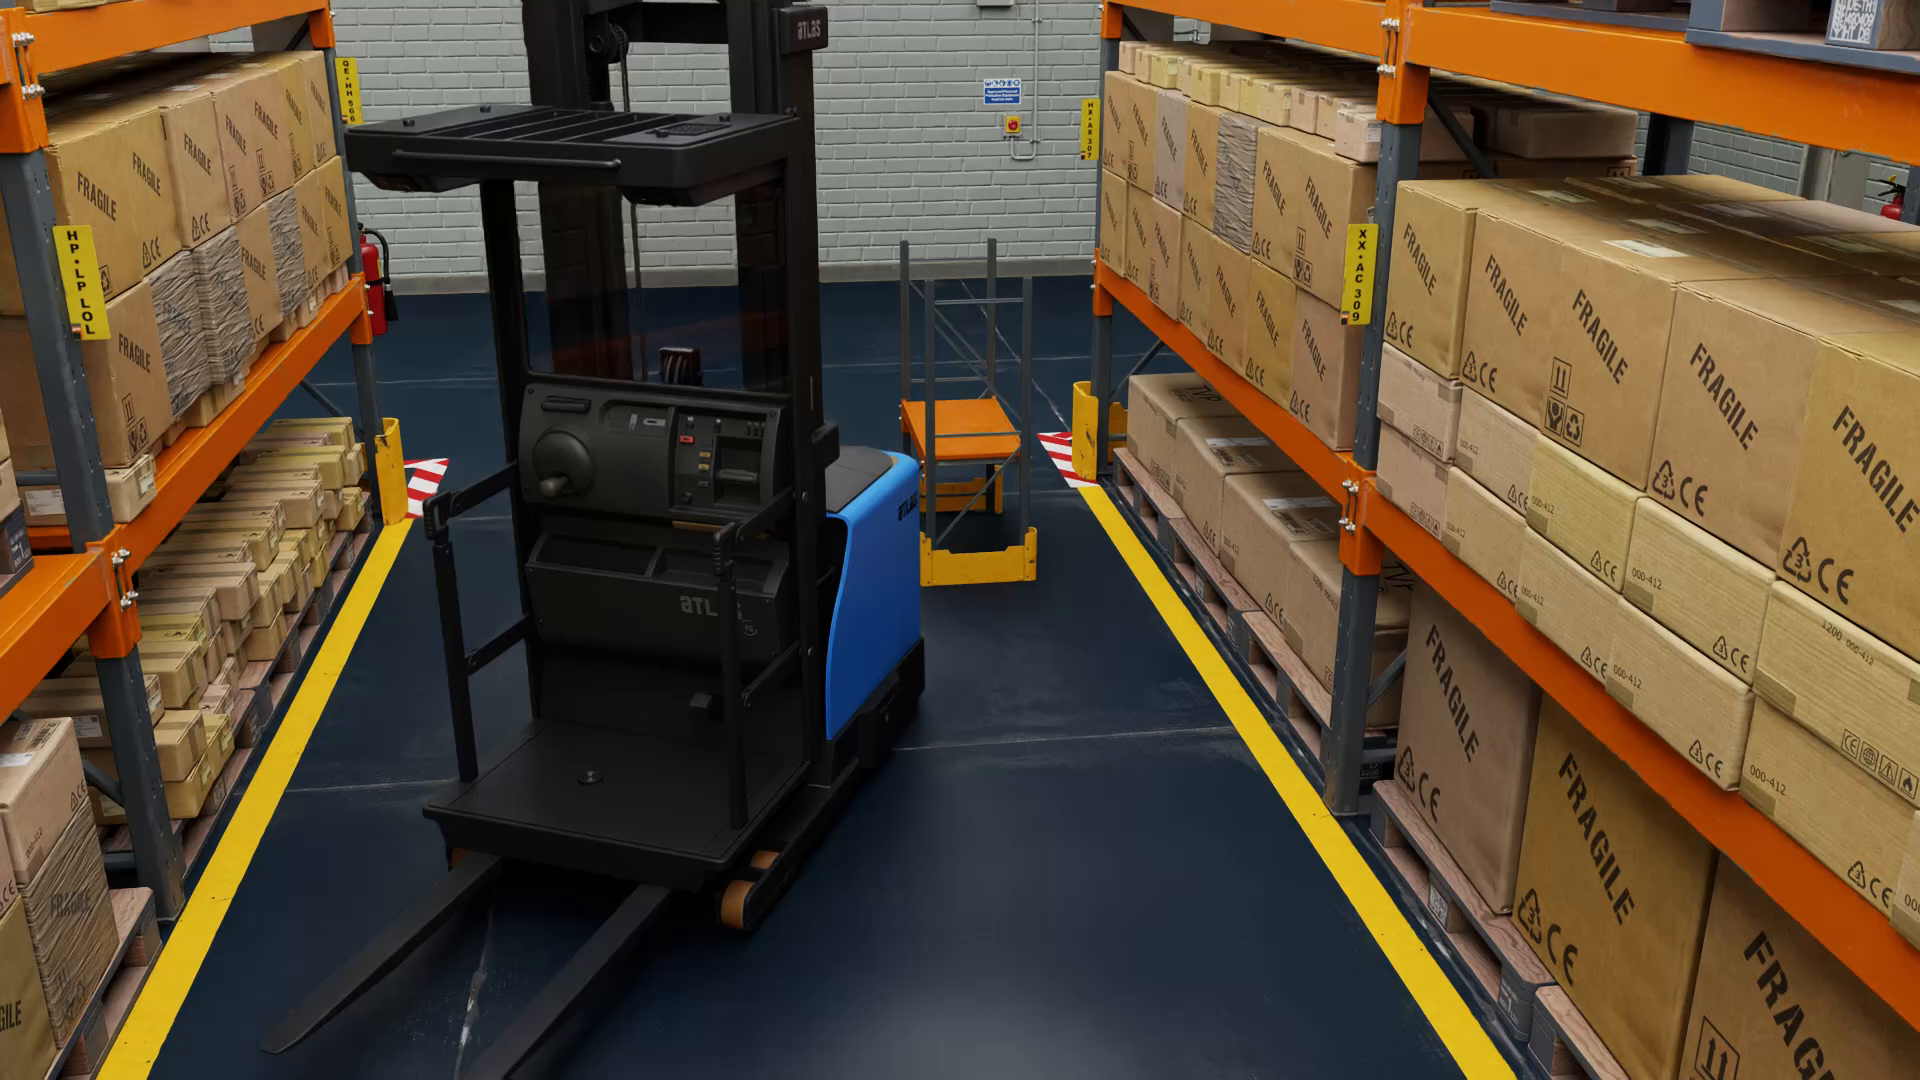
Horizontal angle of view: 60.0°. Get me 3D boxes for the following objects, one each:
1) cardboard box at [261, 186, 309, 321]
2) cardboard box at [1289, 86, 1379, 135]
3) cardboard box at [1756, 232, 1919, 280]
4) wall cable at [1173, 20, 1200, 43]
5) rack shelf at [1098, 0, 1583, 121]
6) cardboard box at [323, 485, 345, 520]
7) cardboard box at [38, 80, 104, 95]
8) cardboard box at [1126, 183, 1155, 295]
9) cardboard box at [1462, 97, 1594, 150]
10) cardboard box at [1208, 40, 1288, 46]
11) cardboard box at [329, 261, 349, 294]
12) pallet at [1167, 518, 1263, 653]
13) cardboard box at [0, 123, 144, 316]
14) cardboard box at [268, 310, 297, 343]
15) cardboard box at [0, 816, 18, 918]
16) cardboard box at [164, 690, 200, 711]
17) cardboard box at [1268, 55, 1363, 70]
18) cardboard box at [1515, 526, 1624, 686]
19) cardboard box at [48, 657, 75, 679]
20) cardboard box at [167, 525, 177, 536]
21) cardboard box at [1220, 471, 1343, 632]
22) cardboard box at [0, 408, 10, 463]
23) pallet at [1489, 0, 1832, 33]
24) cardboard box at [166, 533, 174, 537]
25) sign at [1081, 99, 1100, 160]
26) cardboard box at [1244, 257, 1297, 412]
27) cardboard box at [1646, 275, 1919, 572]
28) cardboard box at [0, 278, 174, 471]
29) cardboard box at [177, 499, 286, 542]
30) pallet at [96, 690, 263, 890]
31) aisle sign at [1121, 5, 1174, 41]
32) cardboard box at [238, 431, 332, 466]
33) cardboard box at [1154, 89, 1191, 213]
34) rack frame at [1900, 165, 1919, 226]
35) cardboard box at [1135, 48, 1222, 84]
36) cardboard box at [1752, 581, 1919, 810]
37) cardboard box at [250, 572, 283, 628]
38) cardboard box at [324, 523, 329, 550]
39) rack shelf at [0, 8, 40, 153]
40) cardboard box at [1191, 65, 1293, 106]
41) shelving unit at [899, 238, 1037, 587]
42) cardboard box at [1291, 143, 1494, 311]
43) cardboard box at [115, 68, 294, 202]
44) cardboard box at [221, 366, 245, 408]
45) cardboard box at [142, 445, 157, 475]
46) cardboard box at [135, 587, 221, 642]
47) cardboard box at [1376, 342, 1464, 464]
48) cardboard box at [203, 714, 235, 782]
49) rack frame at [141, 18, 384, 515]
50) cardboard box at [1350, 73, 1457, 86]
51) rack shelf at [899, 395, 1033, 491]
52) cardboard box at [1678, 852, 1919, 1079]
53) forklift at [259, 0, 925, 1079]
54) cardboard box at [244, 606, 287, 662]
[{"bbox_3d":[-3.150,-1.233,7.162,0.500,0.500,0.500,-3,21,-8],"label":"cardboard box"},{"bbox_3d":[1.468,-1.623,6.275,0.380,0.149,0.250,-3,21,-8],"label":"cardboard box"},{"bbox_3d":[2.287,-0.461,4.091,0.500,0.500,0.500,-2,21,-6],"label":"cardboard box"},{"bbox_3d":[1.828,-4.330,14.571,0.588,1.984,0.122,-3,21,-8],"label":"wall cable"},{"bbox_3d":[1.551,-2.203,7.070,1.077,0.370,4.000,-3,21,-8],"label":"rack shelf"},{"bbox_3d":[-3.186,-0.195,8.002,0.380,0.149,0.250,-4,21,-10],"label":"cardboard box"},{"bbox_3d":[-3.611,-1.497,6.440,0.500,0.500,0.500,-4,21,-9],"label":"cardboard box"},{"bbox_3d":[1.148,-1.520,8.356,0.500,0.500,0.500,-3,21,-9],"label":"cardboard box"},{"bbox_3d":[1.997,-1.472,5.872,0.380,0.149,0.250,-3,21,-7],"label":"cardboard box"},{"bbox_3d":[1.512,-2.533,8.711,0.380,0.149,0.250,-3,21,-7],"label":"cardboard box"},{"bbox_3d":[-3.295,-1.327,8.340,0.380,0.149,0.250,-3,21,-8],"label":"cardboard box"},{"bbox_3d":[1.628,0.173,7.951,1.003,0.211,1.213,-3,21,-8],"label":"pallet"},{"bbox_3d":[-2.869,-0.981,5.059,0.500,0.500,0.500,-2,21,-6],"label":"cardboard box"},{"bbox_3d":[-3.176,-0.973,7.393,0.380,0.149,0.250,-4,21,-10],"label":"cardboard box"},{"bbox_3d":[-2.626,0.889,3.951,0.500,0.250,0.500,-2,21,-5],"label":"cardboard box"},{"bbox_3d":[-2.906,0.617,5.828,0.380,0.149,0.250,-3,21,-7],"label":"cardboard box"},{"bbox_3d":[1.656,-2.178,7.760,0.380,0.149,0.250,-3,21,-8],"label":"cardboard box"},{"bbox_3d":[1.775,0.150,4.241,0.500,0.250,0.500,-3,21,-8],"label":"cardboard box"},{"bbox_3d":[-3.451,0.472,6.216,0.380,0.149,0.250,-3,21,-7],"label":"cardboard box"},{"bbox_3d":[-3.666,-0.123,7.383,0.380,0.149,0.250,-2,21,-6],"label":"cardboard box"},{"bbox_3d":[1.725,0.028,7.416,0.875,0.438,0.875,-4,21,-9],"label":"cardboard box"},{"bbox_3d":[-2.792,-0.249,4.429,0.380,0.149,0.250,-2,21,-6],"label":"cardboard box"},{"bbox_3d":[2.020,-1.443,4.280,0.805,0.209,1.217,-4,21,-10],"label":"pallet"},{"bbox_3d":[-3.632,0.010,7.451,0.380,0.149,0.250,-4,21,-10],"label":"cardboard box"},{"bbox_3d":[0.712,-2.244,9.088,0.100,0.325,0.005,-3,21,-8],"label":"sign"},{"bbox_3d":[1.439,-0.815,6.469,0.500,0.500,0.500,-3,21,-9],"label":"cardboard box"},{"bbox_3d":[1.869,-0.264,3.564,0.500,0.500,0.500,-3,21,-9],"label":"cardboard box"},{"bbox_3d":[-2.867,-0.529,5.276,0.500,0.500,0.500,-3,21,-9],"label":"cardboard box"},{"bbox_3d":[-3.155,-0.059,7.212,0.380,0.149,0.250,-4,21,-10],"label":"cardboard box"},{"bbox_3d":[-3.177,0.917,5.958,1.003,0.211,1.213,-3,21,-8],"label":"pallet"},{"bbox_3d":[0.965,-3.056,8.895,0.394,0.787,0.004,-3,21,-8],"label":"aisle sign"},{"bbox_3d":[-3.315,-0.423,8.185,0.380,0.149,0.250,-3,21,-7],"label":"cardboard box"},{"bbox_3d":[1.213,-1.806,7.693,0.500,0.500,0.500,-3,21,-8],"label":"cardboard box"},{"bbox_3d":[6.174,-2.079,9.996,1.000,3.000,0.127,-3,21,-8],"label":"rack frame"},{"bbox_3d":[1.072,-2.327,8.161,0.380,0.149,0.250,-2,21,-6],"label":"cardboard box"},{"bbox_3d":[1.923,0.270,3.207,0.500,0.250,0.500,-3,21,-9],"label":"cardboard box"},{"bbox_3d":[-3.003,0.253,6.800,0.380,0.149,0.250,-3,21,-8],"label":"cardboard box"},{"bbox_3d":[-3.201,0.032,7.818,0.380,0.149,0.250,-3,21,-7],"label":"cardboard box"},{"bbox_3d":[-2.757,-0.534,2.600,1.077,0.370,4.000,-3,21,-8],"label":"rack shelf"},{"bbox_3d":[1.221,-1.971,7.207,0.380,0.149,0.250,-3,21,-9],"label":"cardboard box"},{"bbox_3d":[0.011,-0.676,8.383,0.587,1.500,1.083,-3,21,-8],"label":"shelving unit"},{"bbox_3d":[1.498,-1.108,5.822,0.500,0.500,0.500,-3,21,-8],"label":"cardboard box"},{"bbox_3d":[-3.152,-1.697,6.975,0.500,0.500,0.500,-2,21,-5],"label":"cardboard box"},{"bbox_3d":[-3.000,-0.609,6.418,0.380,0.149,0.250,-2,21,-5],"label":"cardboard box"},{"bbox_3d":[-2.873,-0.241,5.433,0.380,0.149,0.250,-2,21,-6],"label":"cardboard box"},{"bbox_3d":[-3.016,0.300,6.251,0.380,0.149,0.250,-3,21,-9],"label":"cardboard box"},{"bbox_3d":[1.623,-0.440,5.107,0.500,0.250,0.500,-4,21,-9],"label":"cardboard box"},{"bbox_3d":[-2.818,0.746,5.905,0.380,0.149,0.250,-2,21,-6],"label":"cardboard box"},{"bbox_3d":[-3.622,-1.543,8.561,1.000,3.000,0.127,-3,21,-8],"label":"rack frame"},{"bbox_3d":[1.816,-1.824,6.814,0.380,0.149,0.250,-3,21,-8],"label":"cardboard box"},{"bbox_3d":[0.012,-0.505,8.438,0.538,0.185,1.000,-3,21,-8],"label":"rack shelf"},{"bbox_3d":[2.274,1.188,3.684,0.875,0.875,0.875,-3,21,-7],"label":"cardboard box"},{"bbox_3d":[-1.086,-0.272,5.255,1.130,2.935,3.031,7,21,17],"label":"forklift"},{"bbox_3d":[-3.007,0.391,6.856,0.380,0.149,0.250,-3,21,-9],"label":"cardboard box"}]
